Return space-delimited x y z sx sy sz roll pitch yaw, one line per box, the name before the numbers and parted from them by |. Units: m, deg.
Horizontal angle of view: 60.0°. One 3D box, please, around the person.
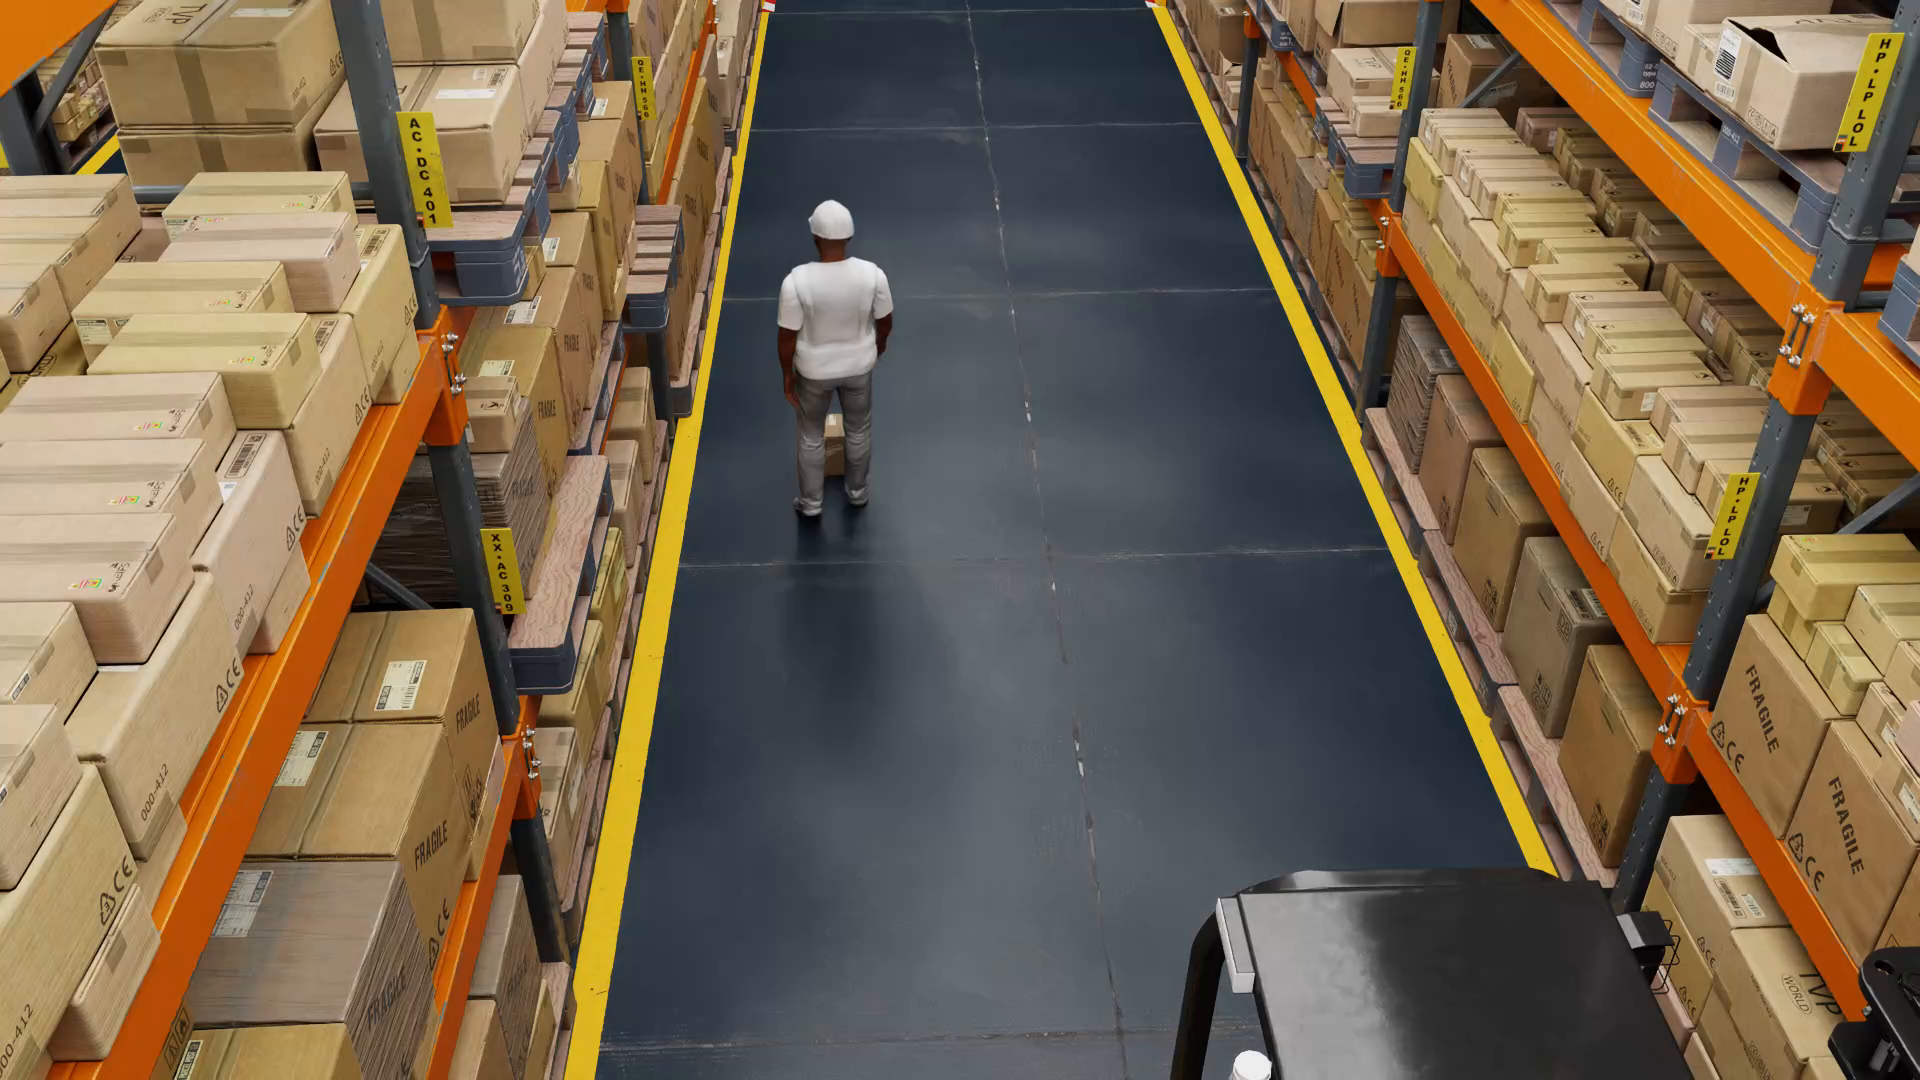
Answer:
person | -0.634 -0.899 8.473 0.591 1.824 0.511 -6 36 -9
